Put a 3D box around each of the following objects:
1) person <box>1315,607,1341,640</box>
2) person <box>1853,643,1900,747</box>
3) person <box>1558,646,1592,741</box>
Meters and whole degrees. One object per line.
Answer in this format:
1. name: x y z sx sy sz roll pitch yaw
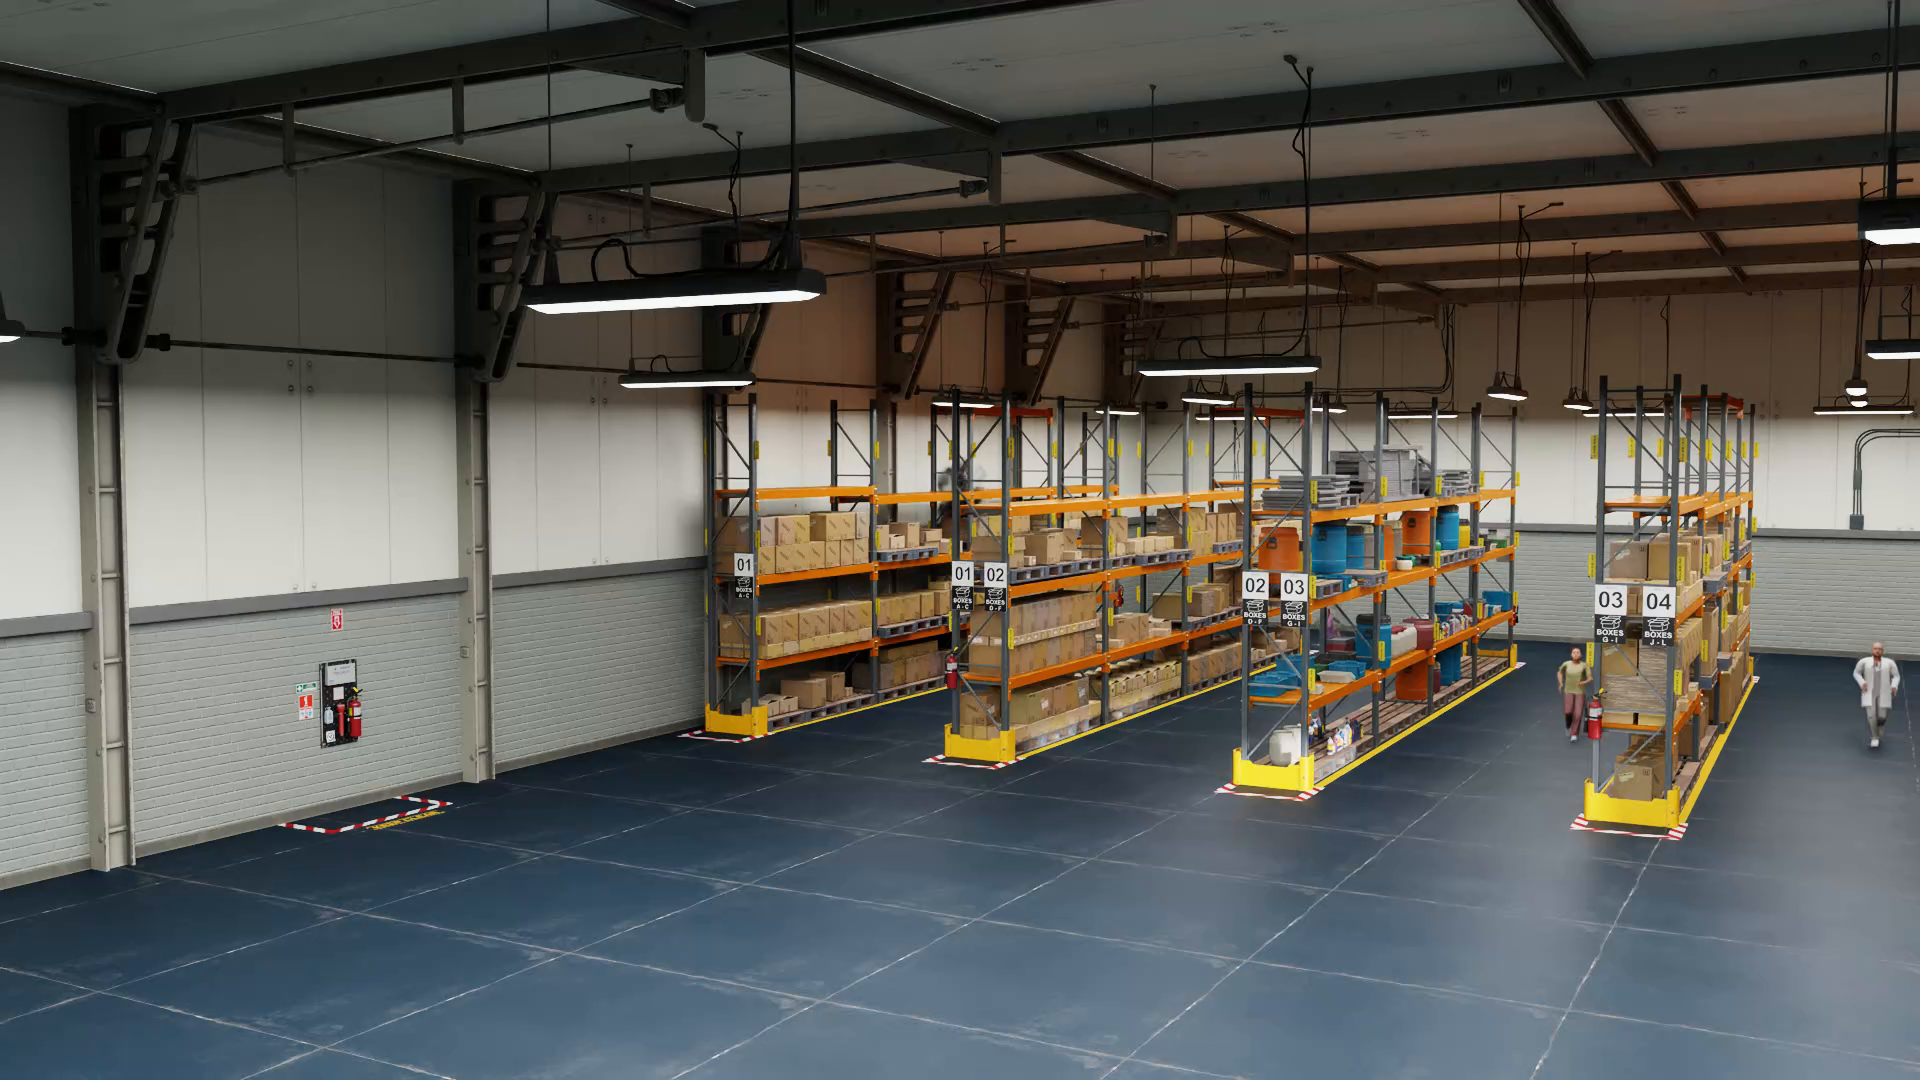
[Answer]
1. person: 8.145 2.219 36.864 0.501 1.537 0.726 2 4 28
2. person: 15.579 2.616 28.288 0.712 1.739 0.652 2 3 27
3. person: 10.534 2.649 28.510 0.566 1.609 0.550 1 3 21
